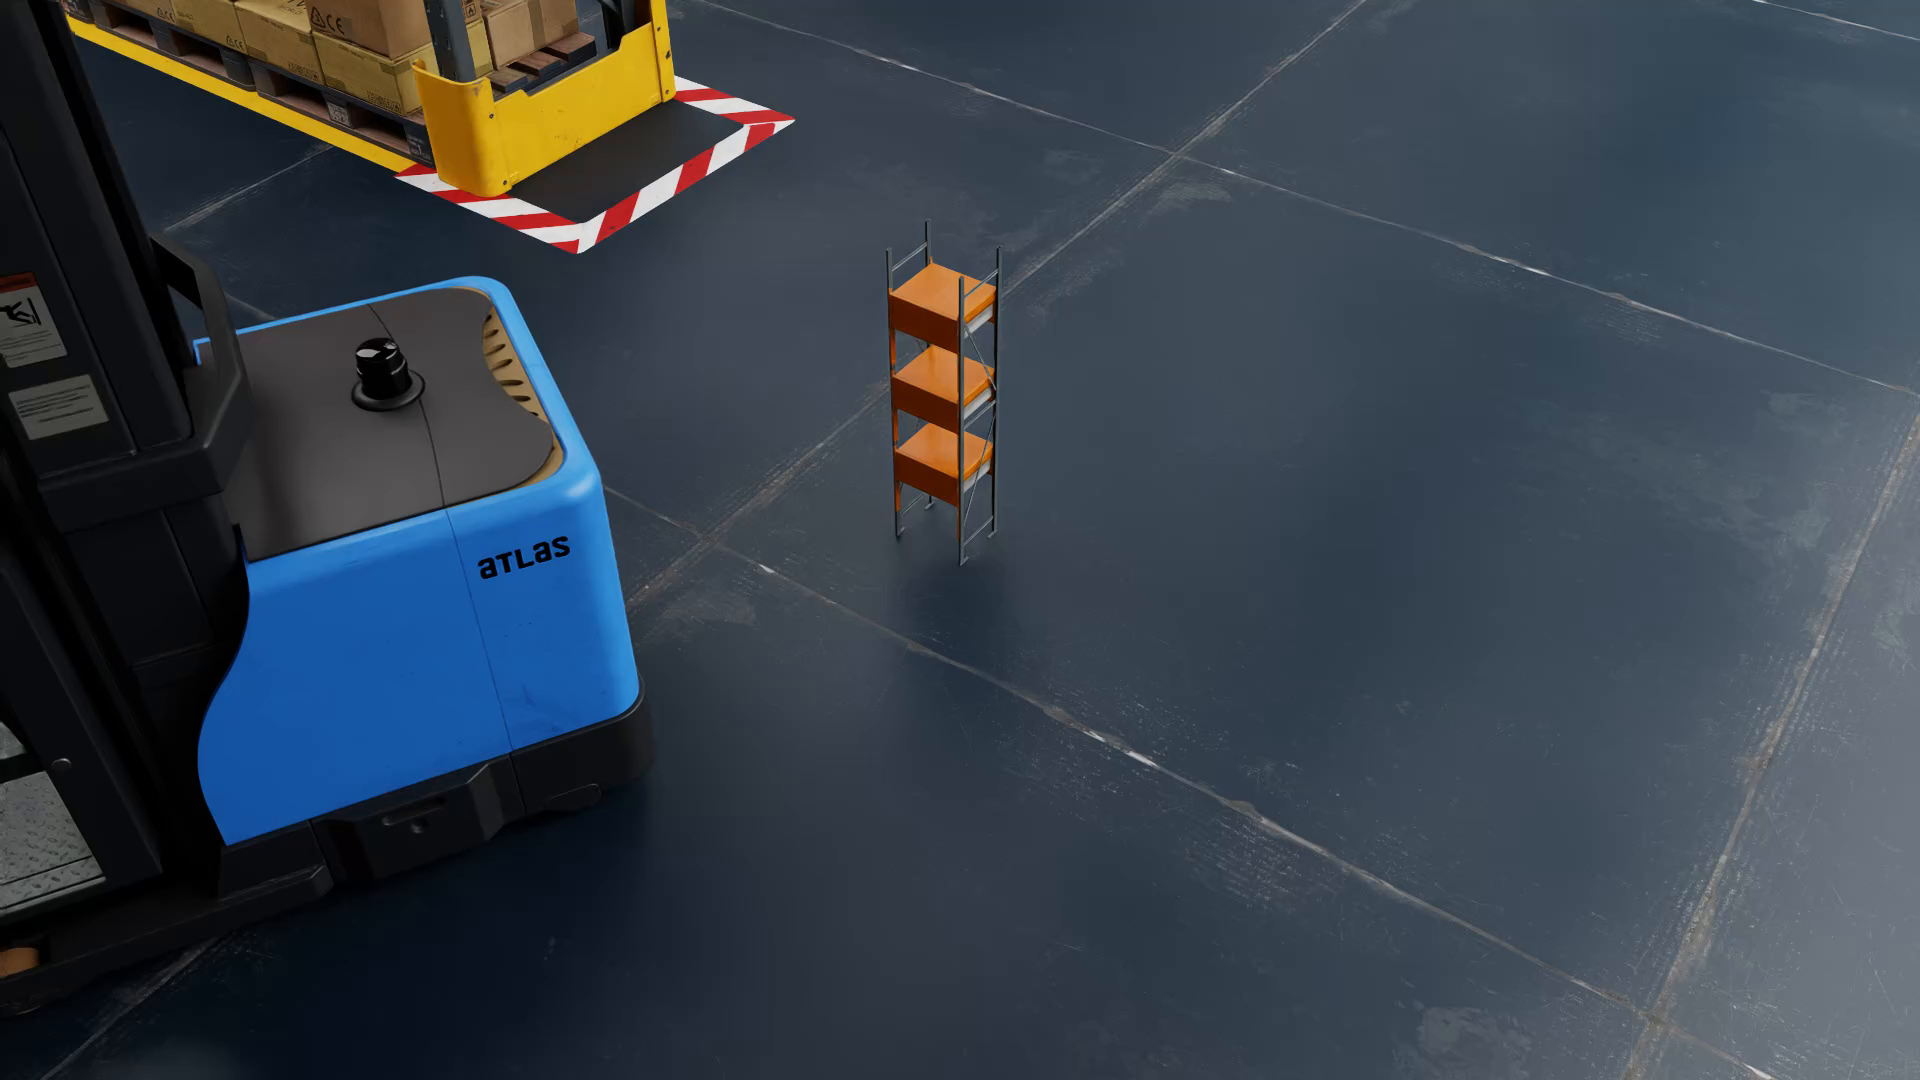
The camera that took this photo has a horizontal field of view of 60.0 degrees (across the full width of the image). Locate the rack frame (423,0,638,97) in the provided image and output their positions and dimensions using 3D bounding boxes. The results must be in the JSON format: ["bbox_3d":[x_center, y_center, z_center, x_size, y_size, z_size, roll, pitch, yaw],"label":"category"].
[{"bbox_3d":[-1.751,-2.897,6.238,0.127,3.000,1.000,25,48,25],"label":"rack frame"}]

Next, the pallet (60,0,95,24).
[{"bbox_3d":[-4.398,-3.062,8.514,1.213,0.211,1.003,25,48,25],"label":"pallet"}]

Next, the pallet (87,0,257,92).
[{"bbox_3d":[-3.395,-2.596,7.992,1.213,0.211,1.003,25,48,25],"label":"pallet"}]

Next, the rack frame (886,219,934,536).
[{"bbox_3d":[-0.144,-0.458,4.975,0.008,1.050,0.200,25,48,25],"label":"rack frame"}]

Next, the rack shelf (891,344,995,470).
[{"bbox_3d":[-0.044,-0.404,4.930,0.240,0.259,0.215,25,48,25],"label":"rack shelf"}]

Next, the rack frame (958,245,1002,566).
[{"bbox_3d":[0.056,-0.365,4.871,0.008,1.050,0.200,25,48,25],"label":"rack frame"}]

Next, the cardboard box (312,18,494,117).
[{"bbox_3d":[-2.359,-2.073,7.064,0.500,0.250,0.500,25,48,25],"label":"cardboard box"}]

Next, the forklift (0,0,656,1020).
[{"bbox_3d":[-2.380,-0.307,3.395,3.031,2.935,1.130,-18,45,-19],"label":"forklift"}]

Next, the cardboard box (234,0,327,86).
[{"bbox_3d":[-2.776,-2.258,7.271,0.500,0.250,0.500,25,48,25],"label":"cardboard box"}]

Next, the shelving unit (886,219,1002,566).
[{"bbox_3d":[-0.044,-0.412,4.923,0.252,1.050,0.215,25,48,25],"label":"shelving unit"}]

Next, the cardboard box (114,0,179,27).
[{"bbox_3d":[-3.594,-2.641,7.699,0.500,0.250,0.500,25,48,25],"label":"cardboard box"}]

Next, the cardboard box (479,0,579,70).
[{"bbox_3d":[-2.062,-2.356,7.380,0.500,0.250,0.500,25,48,25],"label":"cardboard box"}]

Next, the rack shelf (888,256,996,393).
[{"bbox_3d":[-0.044,-0.615,4.741,0.240,0.259,0.215,25,48,25],"label":"rack shelf"}]

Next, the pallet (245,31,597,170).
[{"bbox_3d":[-2.401,-2.128,7.470,1.213,0.211,1.003,25,48,25],"label":"pallet"}]

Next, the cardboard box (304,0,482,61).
[{"bbox_3d":[-2.361,-2.351,6.813,0.500,0.500,0.500,25,48,25],"label":"cardboard box"}]

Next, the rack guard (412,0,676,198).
[{"bbox_3d":[-1.731,-1.957,7.062,0.348,0.500,1.175,25,48,25],"label":"rack guard"}]

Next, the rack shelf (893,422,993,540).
[{"bbox_3d":[-0.044,-0.197,5.115,0.240,0.259,0.215,25,48,25],"label":"rack shelf"}]

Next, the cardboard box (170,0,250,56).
[{"bbox_3d":[-3.186,-2.448,7.484,0.500,0.250,0.500,25,48,25],"label":"cardboard box"}]
